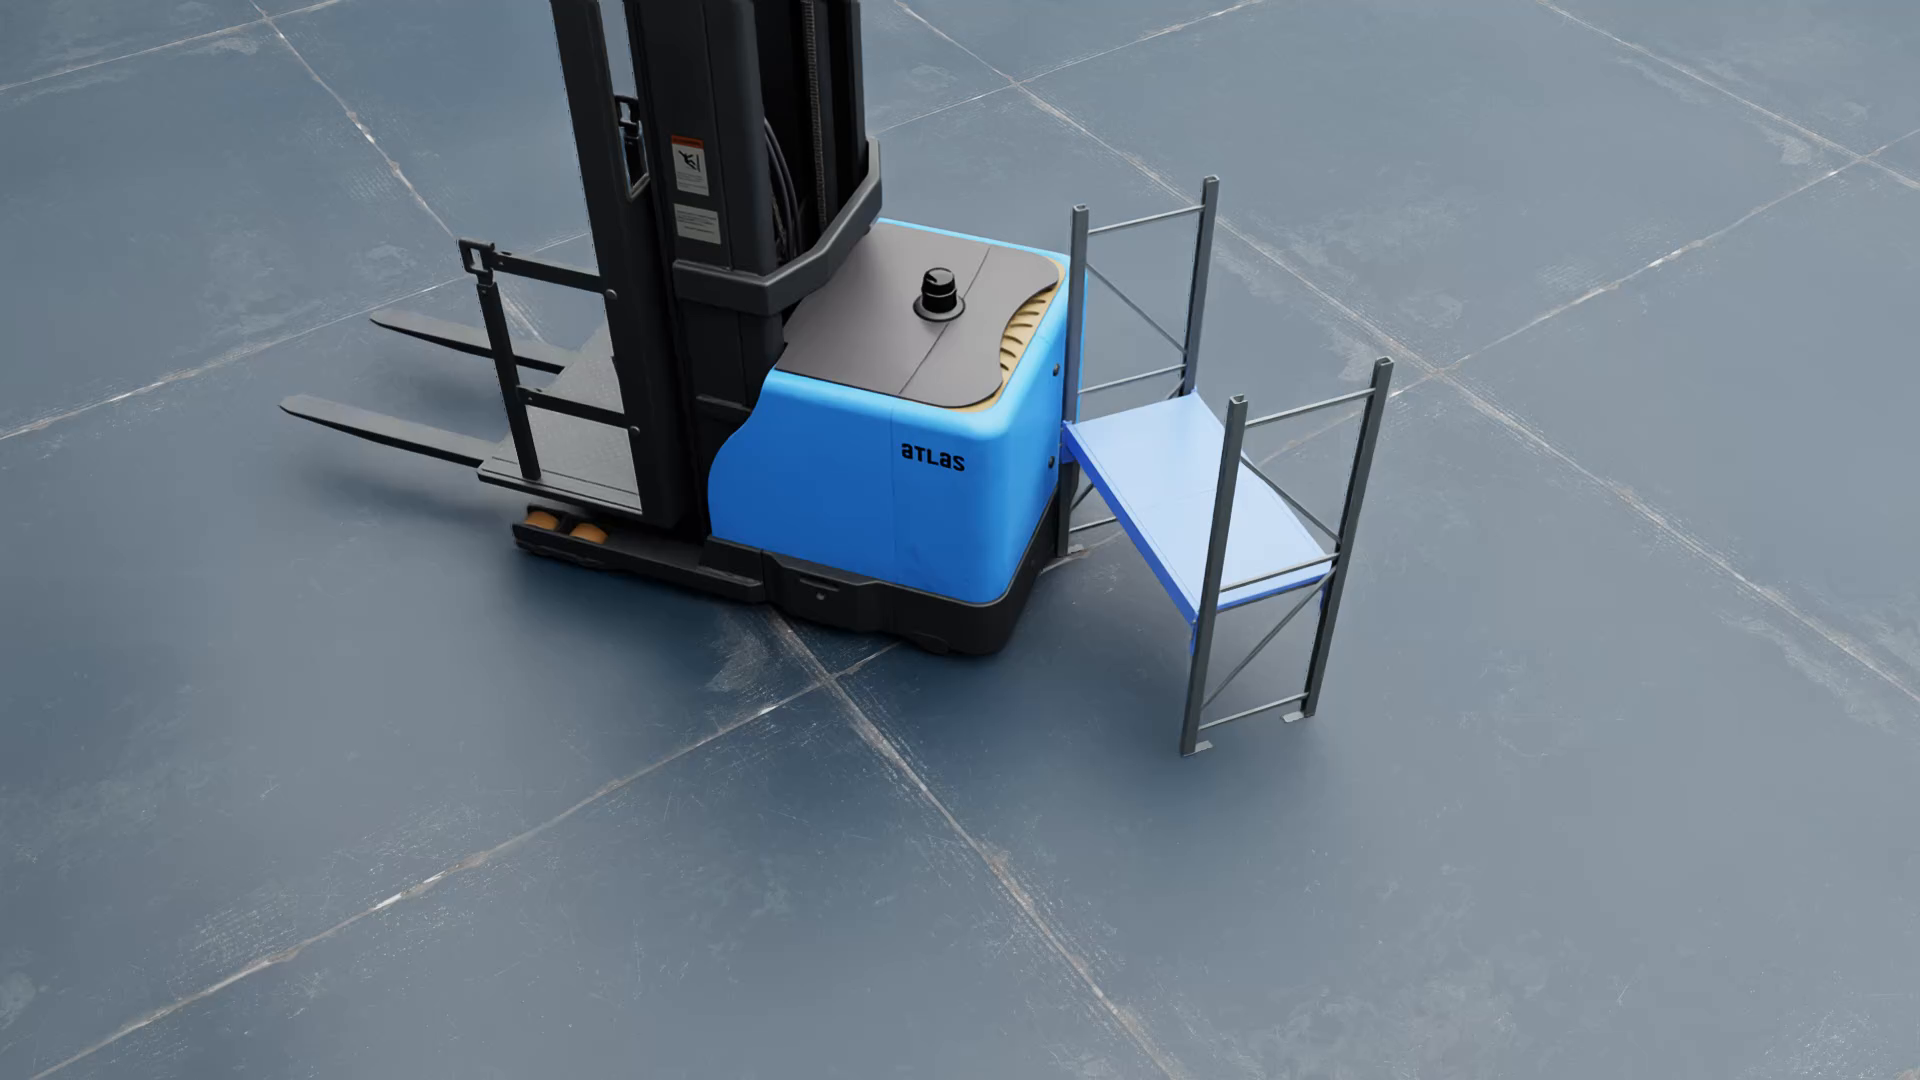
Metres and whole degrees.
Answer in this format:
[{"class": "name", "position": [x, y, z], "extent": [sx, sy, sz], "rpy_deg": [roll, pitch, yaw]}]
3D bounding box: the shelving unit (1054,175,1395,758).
[{"class": "shelving unit", "position": [0.776, -0.222, 5.396], "extent": [0.538, 1.500, 1.048], "rpy_deg": [-15, 46, -16]}]

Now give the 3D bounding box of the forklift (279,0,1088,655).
[{"class": "forklift", "position": [-1.118, -1.286, 5.474], "extent": [3.031, 2.935, 1.130], "rpy_deg": [14, 45, 14]}]

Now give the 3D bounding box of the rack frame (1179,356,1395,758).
[{"class": "rack frame", "position": [0.964, 0.104, 5.055], "extent": [0.500, 1.500, 0.032], "rpy_deg": [-15, 46, -16]}]

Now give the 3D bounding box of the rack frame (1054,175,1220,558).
[{"class": "rack frame", "position": [0.588, -0.548, 5.738], "extent": [0.500, 1.500, 0.032], "rpy_deg": [-15, 46, -16]}]

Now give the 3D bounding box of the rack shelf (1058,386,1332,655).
[{"class": "rack shelf", "position": [0.776, -0.092, 5.520], "extent": [0.538, 0.185, 1.000], "rpy_deg": [-15, 46, -16]}]
